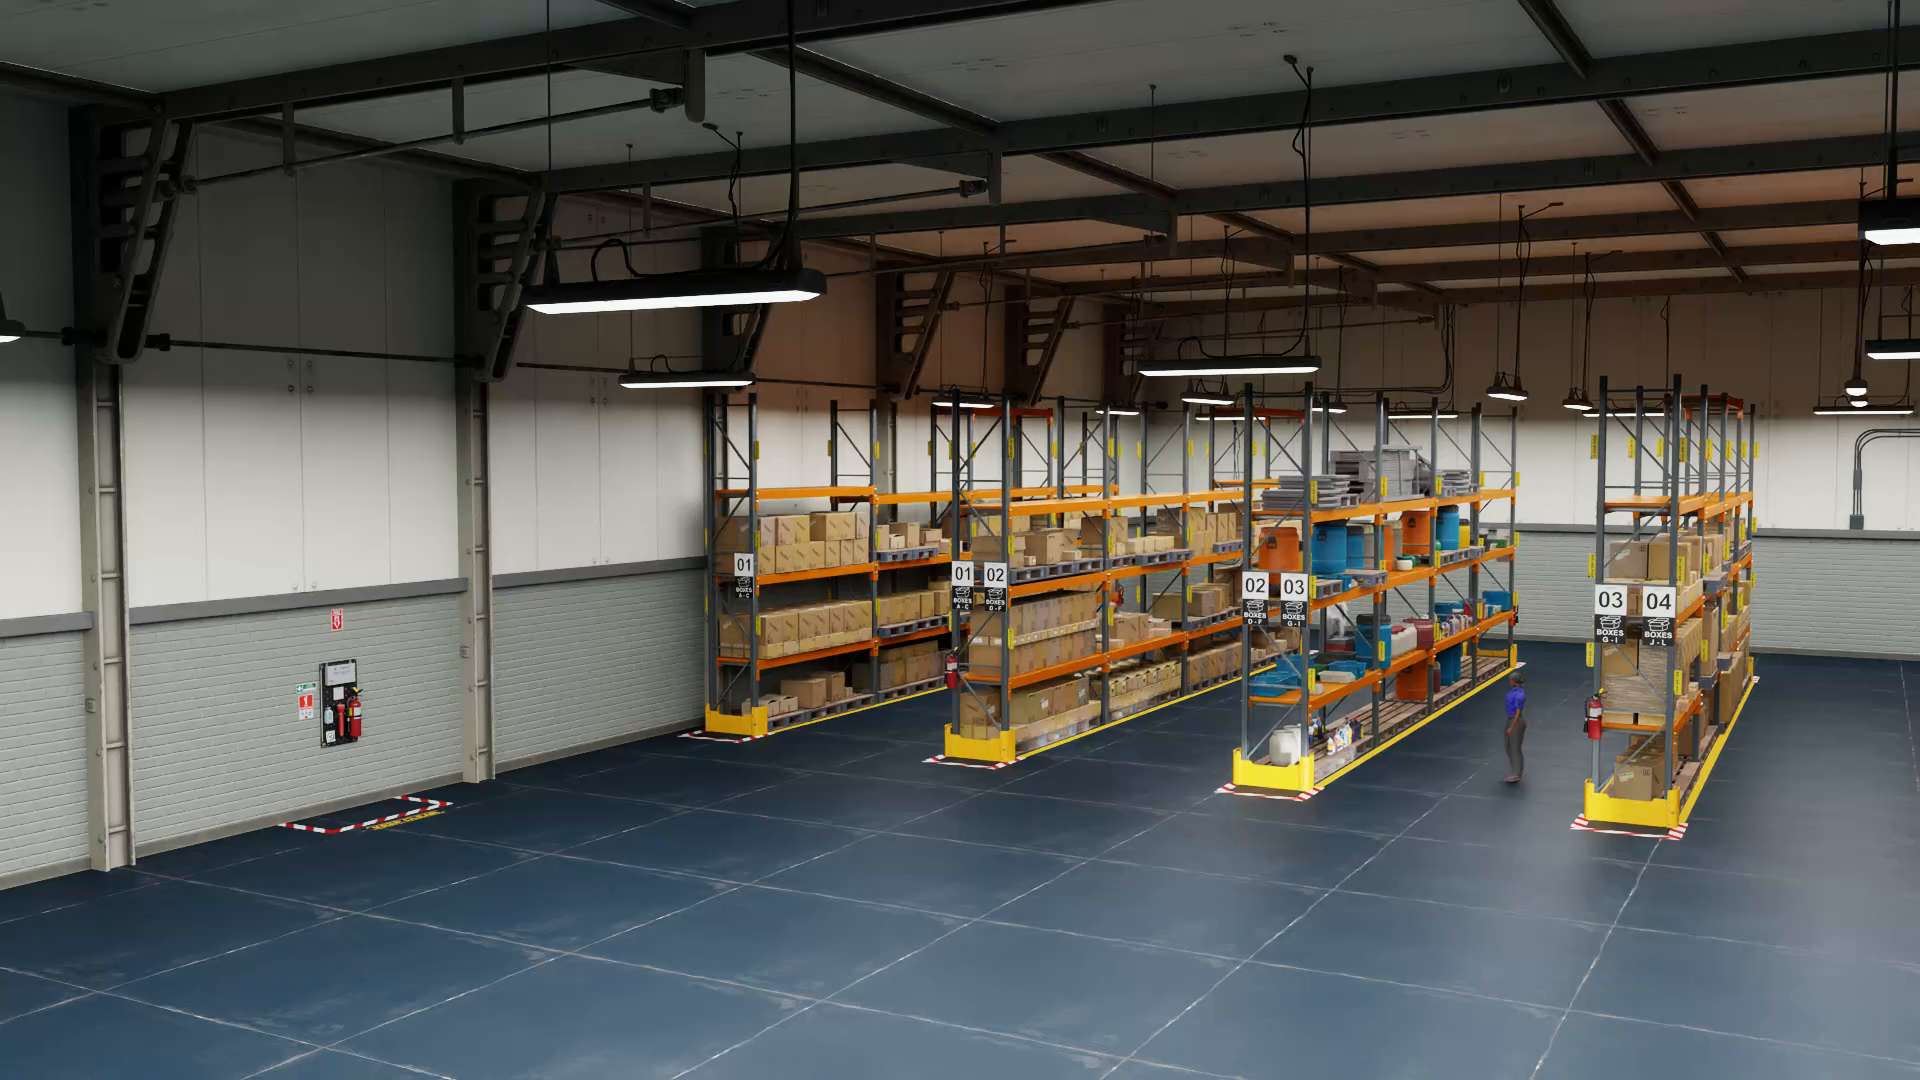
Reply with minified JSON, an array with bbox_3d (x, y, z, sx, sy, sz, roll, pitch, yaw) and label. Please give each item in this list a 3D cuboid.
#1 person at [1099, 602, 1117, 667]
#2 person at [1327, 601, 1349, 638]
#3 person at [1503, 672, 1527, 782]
[{"bbox_3d":[3.175,2.204,35.464,0.595,1.754,0.667,2,4,32],"label":"person"},{"bbox_3d":[9.365,1.949,41.344,0.573,1.645,0.977,0,3,-1],"label":"person"},{"bbox_3d":[8.390,2.844,25.194,0.369,1.724,0.532,0,3,1],"label":"person"}]
